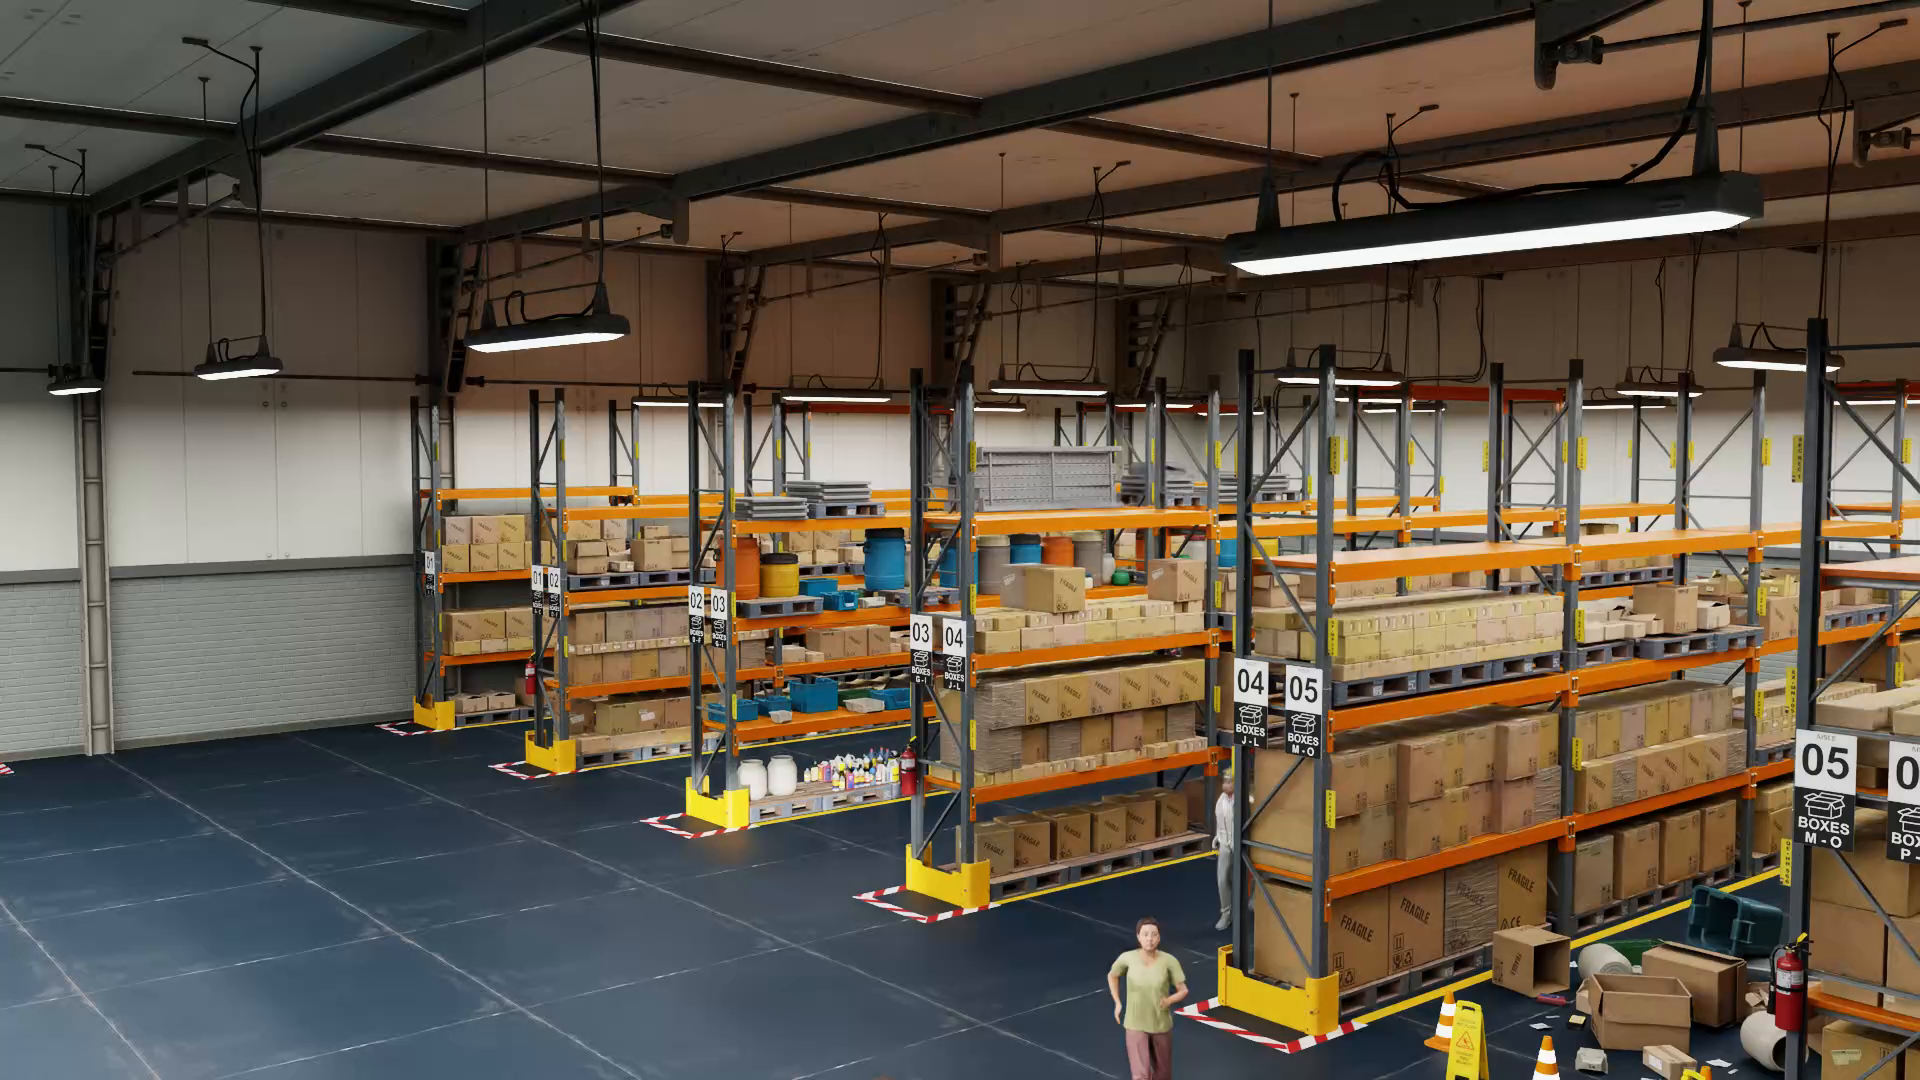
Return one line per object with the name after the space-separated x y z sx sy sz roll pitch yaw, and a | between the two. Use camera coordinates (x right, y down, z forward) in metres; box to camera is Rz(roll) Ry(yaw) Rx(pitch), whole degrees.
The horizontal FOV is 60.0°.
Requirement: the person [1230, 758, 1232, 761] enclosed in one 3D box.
4.193 2.833 25.349 0.561 1.676 0.599 3 4 38 | person

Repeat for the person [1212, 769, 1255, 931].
3.000 3.282 17.819 0.744 1.715 0.622 -3 5 -45 | person

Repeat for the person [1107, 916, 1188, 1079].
1.391 3.600 12.293 0.586 1.645 0.918 0 3 2 | person
